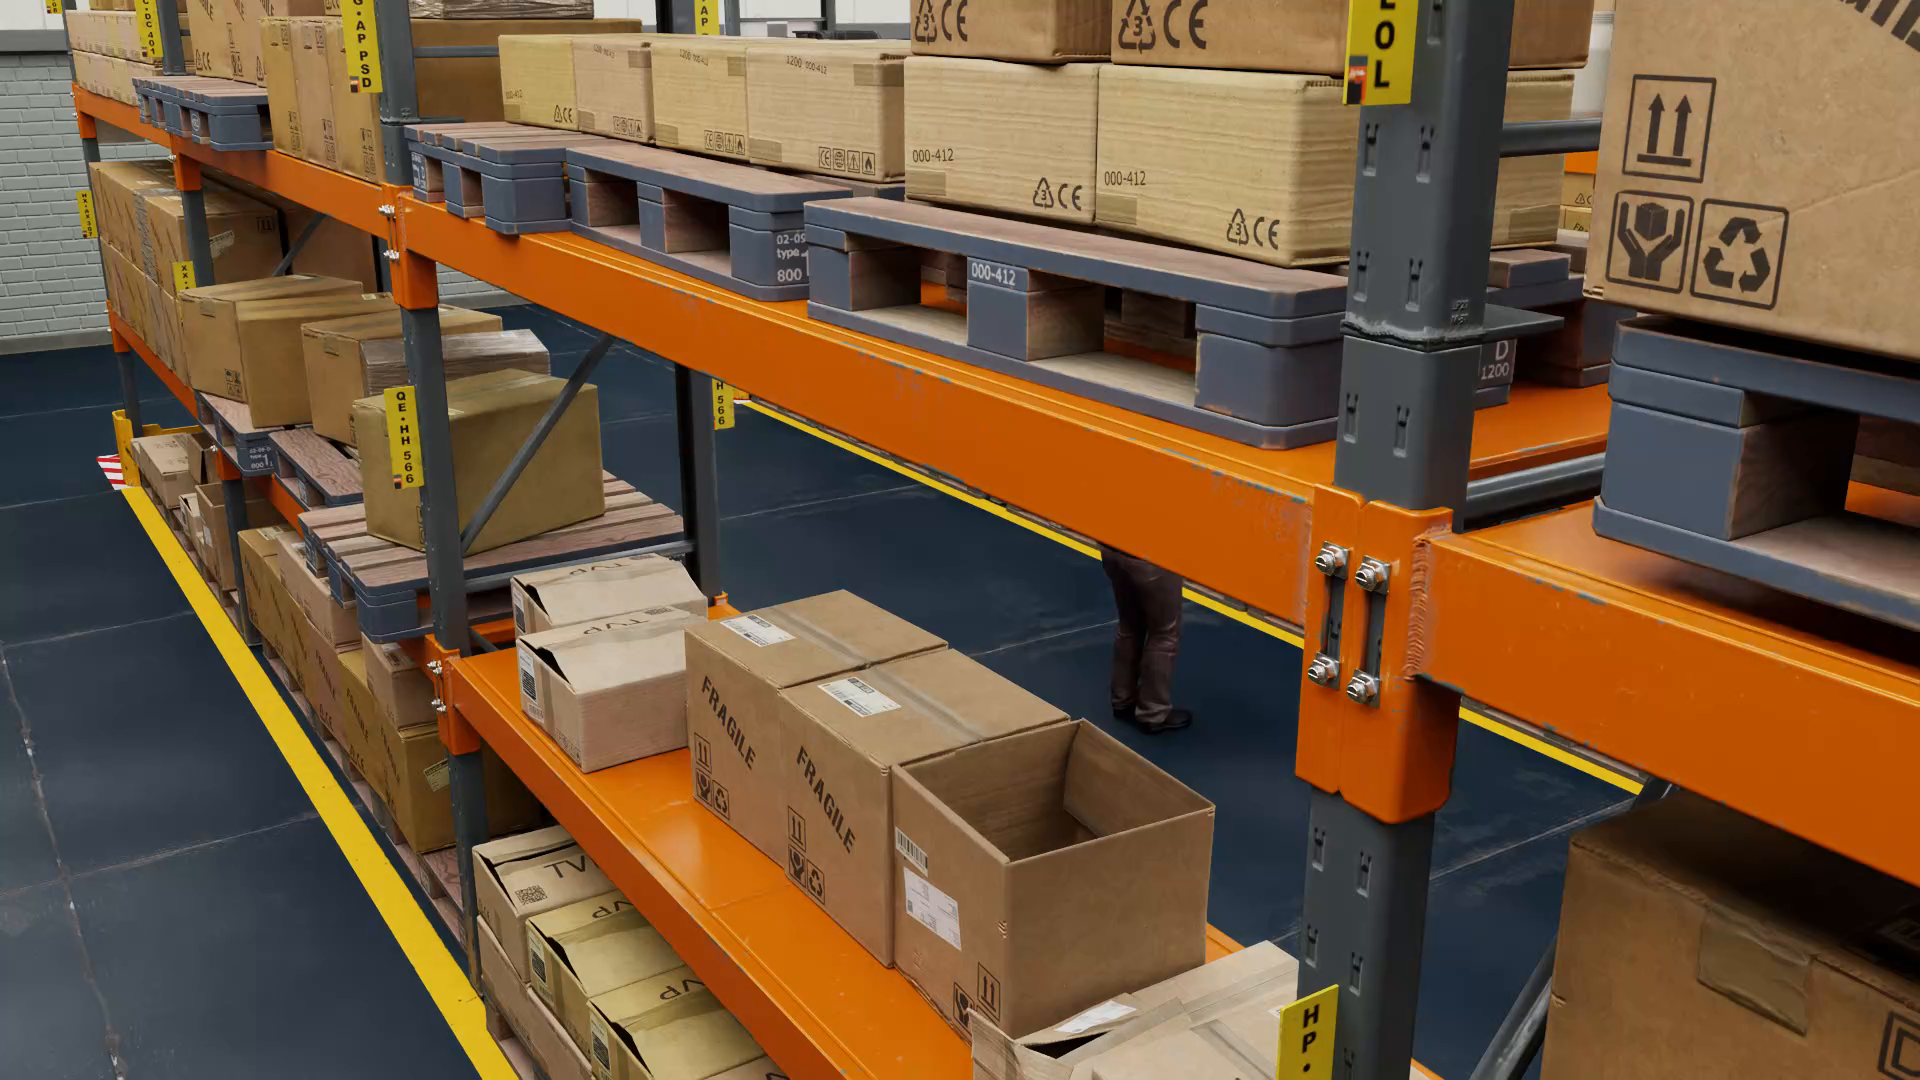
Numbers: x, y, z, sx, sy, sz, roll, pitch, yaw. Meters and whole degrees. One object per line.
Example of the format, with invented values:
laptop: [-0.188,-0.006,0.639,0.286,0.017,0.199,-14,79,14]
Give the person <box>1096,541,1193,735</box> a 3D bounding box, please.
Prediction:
person: [0.926,0.058,7.930,0.550,1.711,0.494,-11,21,-30]
